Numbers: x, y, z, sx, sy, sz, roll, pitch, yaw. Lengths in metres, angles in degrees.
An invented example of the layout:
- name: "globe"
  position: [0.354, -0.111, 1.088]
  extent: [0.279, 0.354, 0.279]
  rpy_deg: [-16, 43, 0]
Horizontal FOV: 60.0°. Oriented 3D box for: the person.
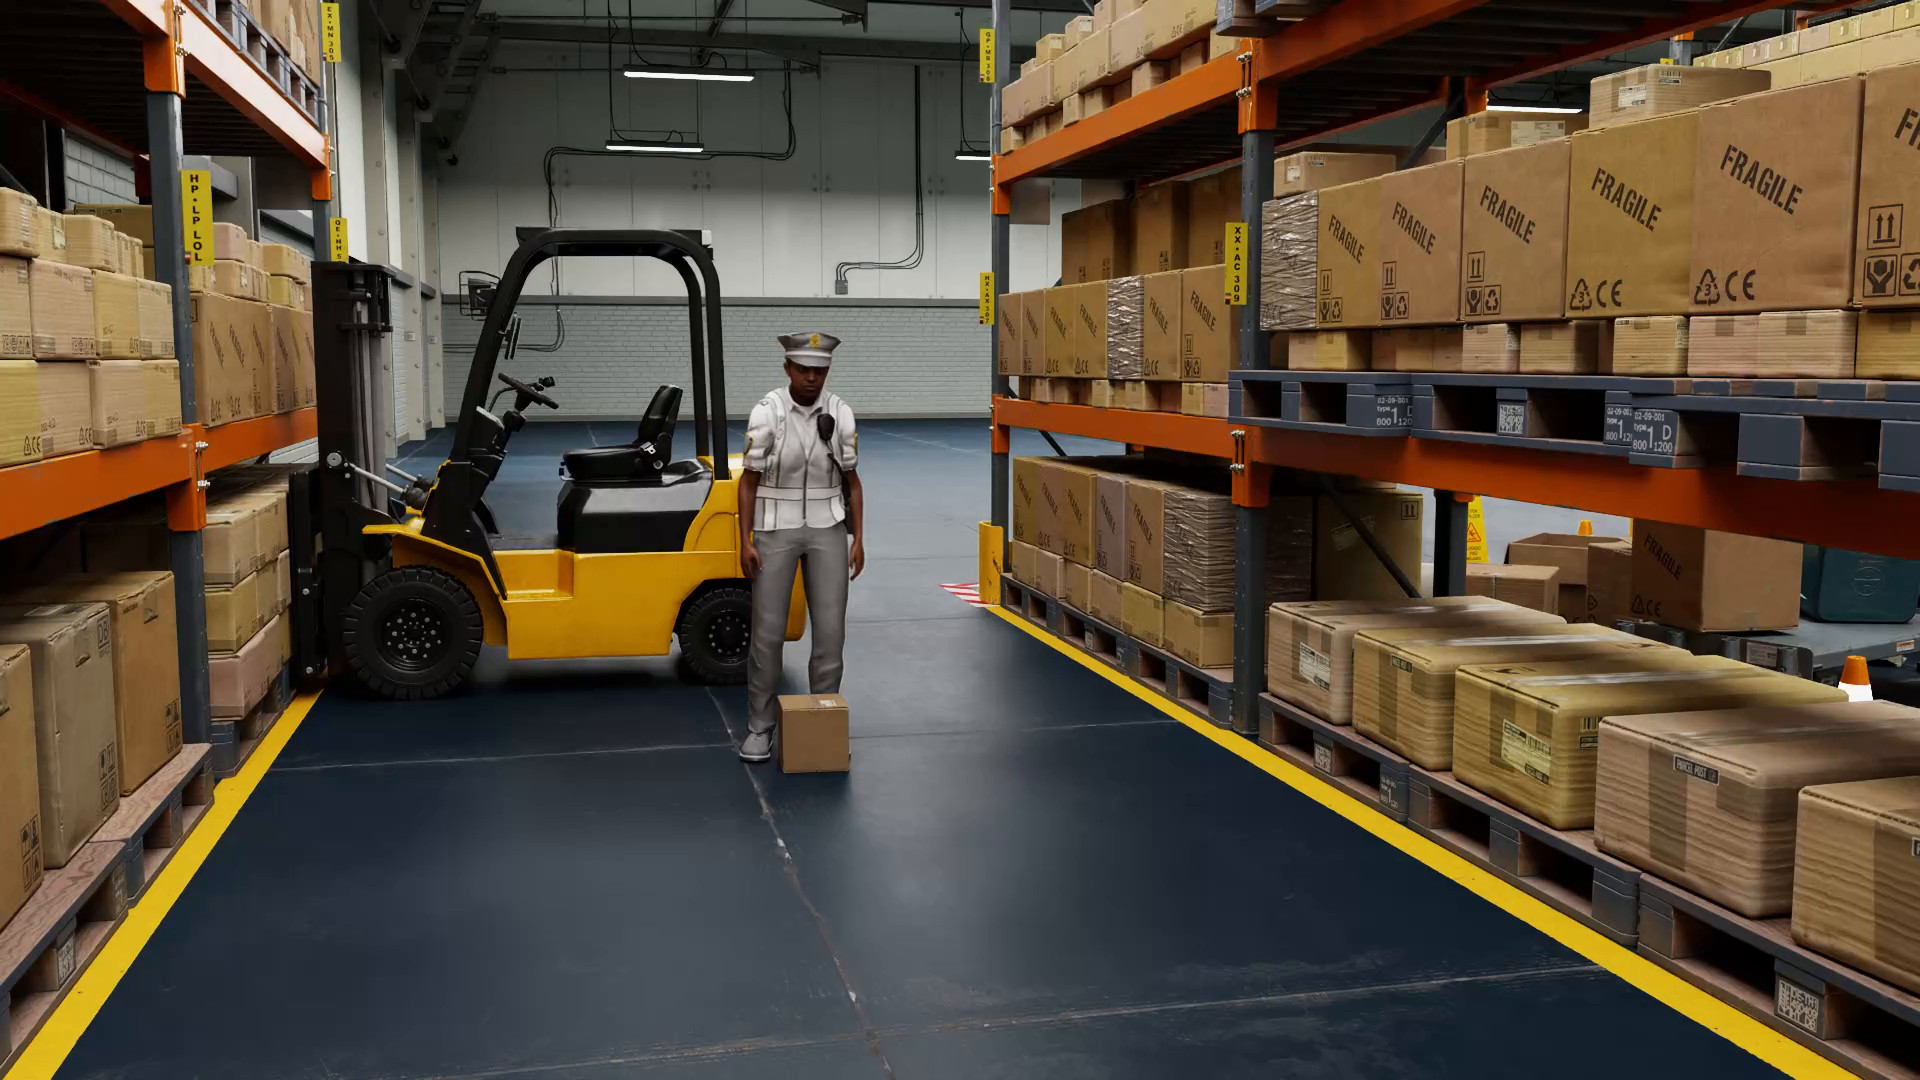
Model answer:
- name: "person"
  position: [-0.626, 0.018, 6.523]
  extent: [0.517, 1.657, 0.417]
  rpy_deg: [-2, 6, -15]
